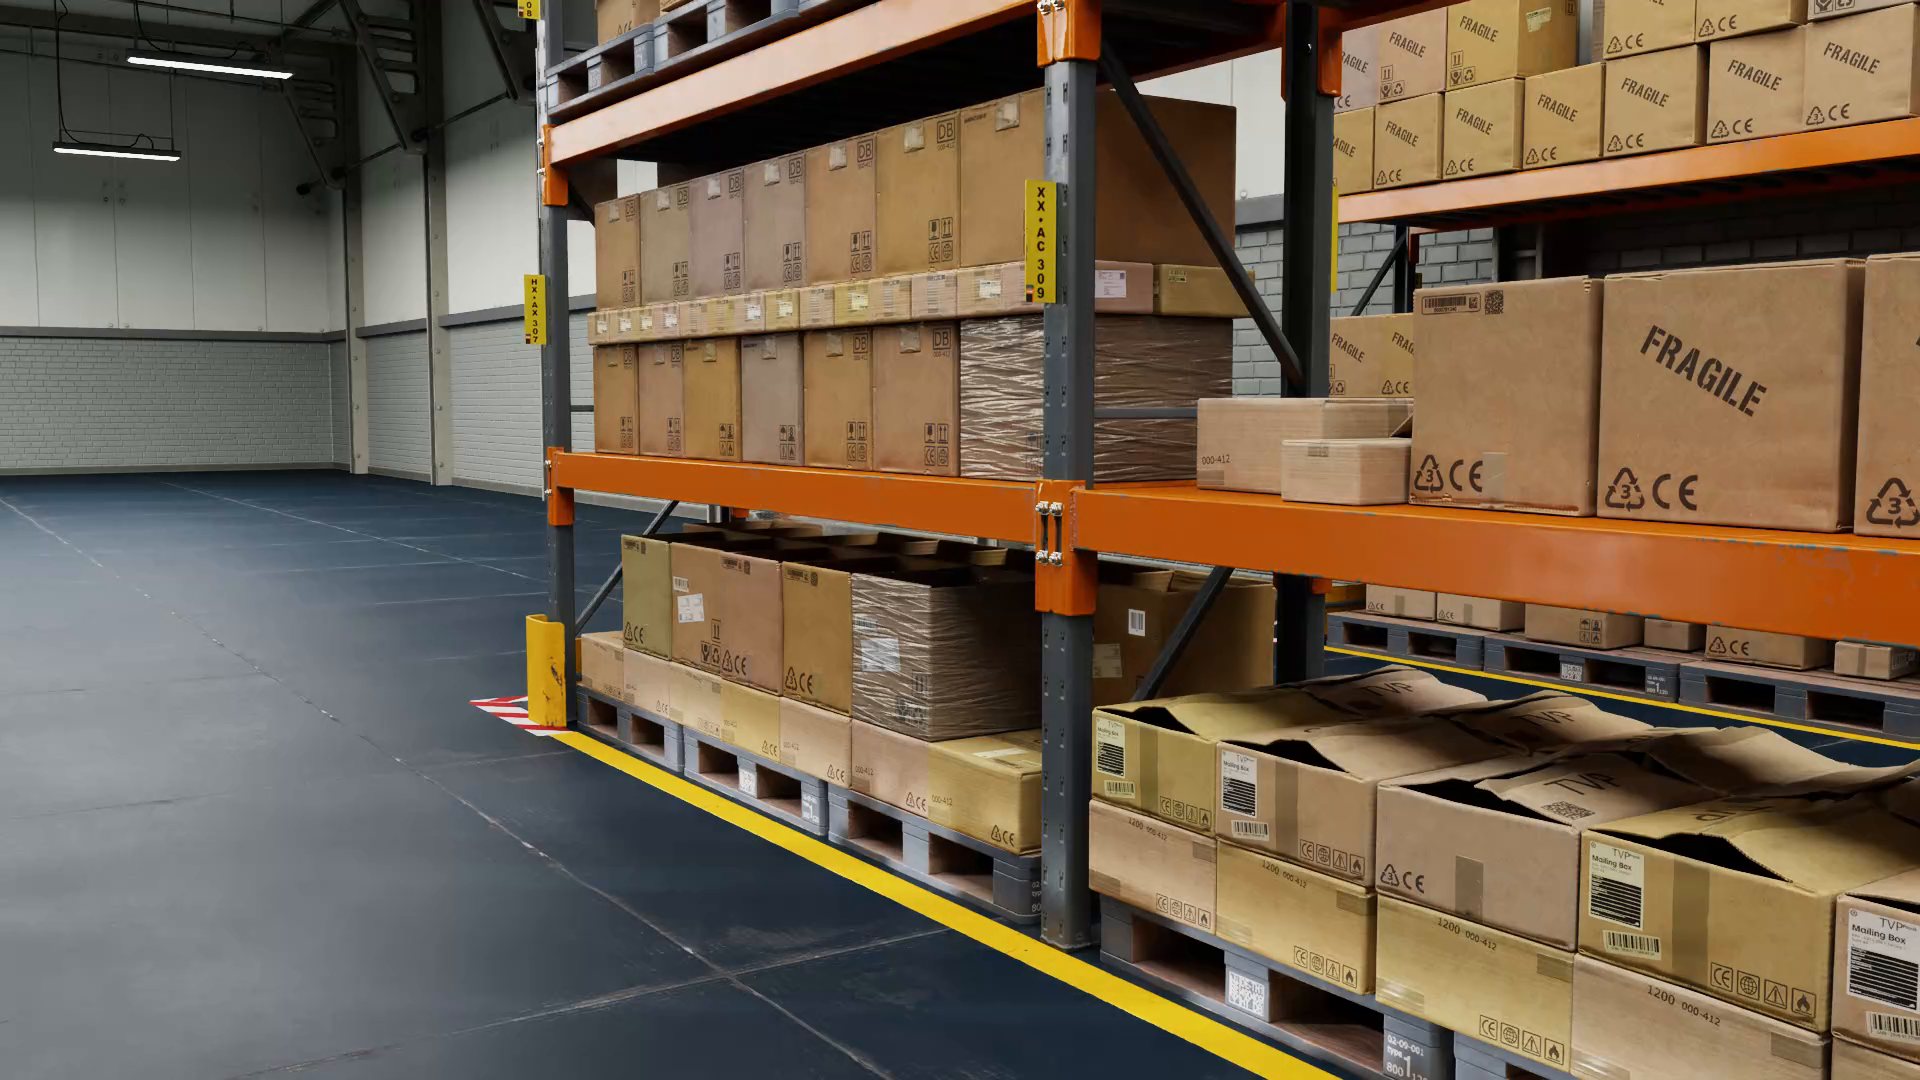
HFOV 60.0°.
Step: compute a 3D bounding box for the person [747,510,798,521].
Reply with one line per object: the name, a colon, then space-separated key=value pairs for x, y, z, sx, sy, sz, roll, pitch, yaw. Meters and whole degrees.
person: x=-0.993 y=-0.082 z=9.520 sx=0.766 sy=1.636 sz=0.488 roll=2 pitch=5 yaw=23
